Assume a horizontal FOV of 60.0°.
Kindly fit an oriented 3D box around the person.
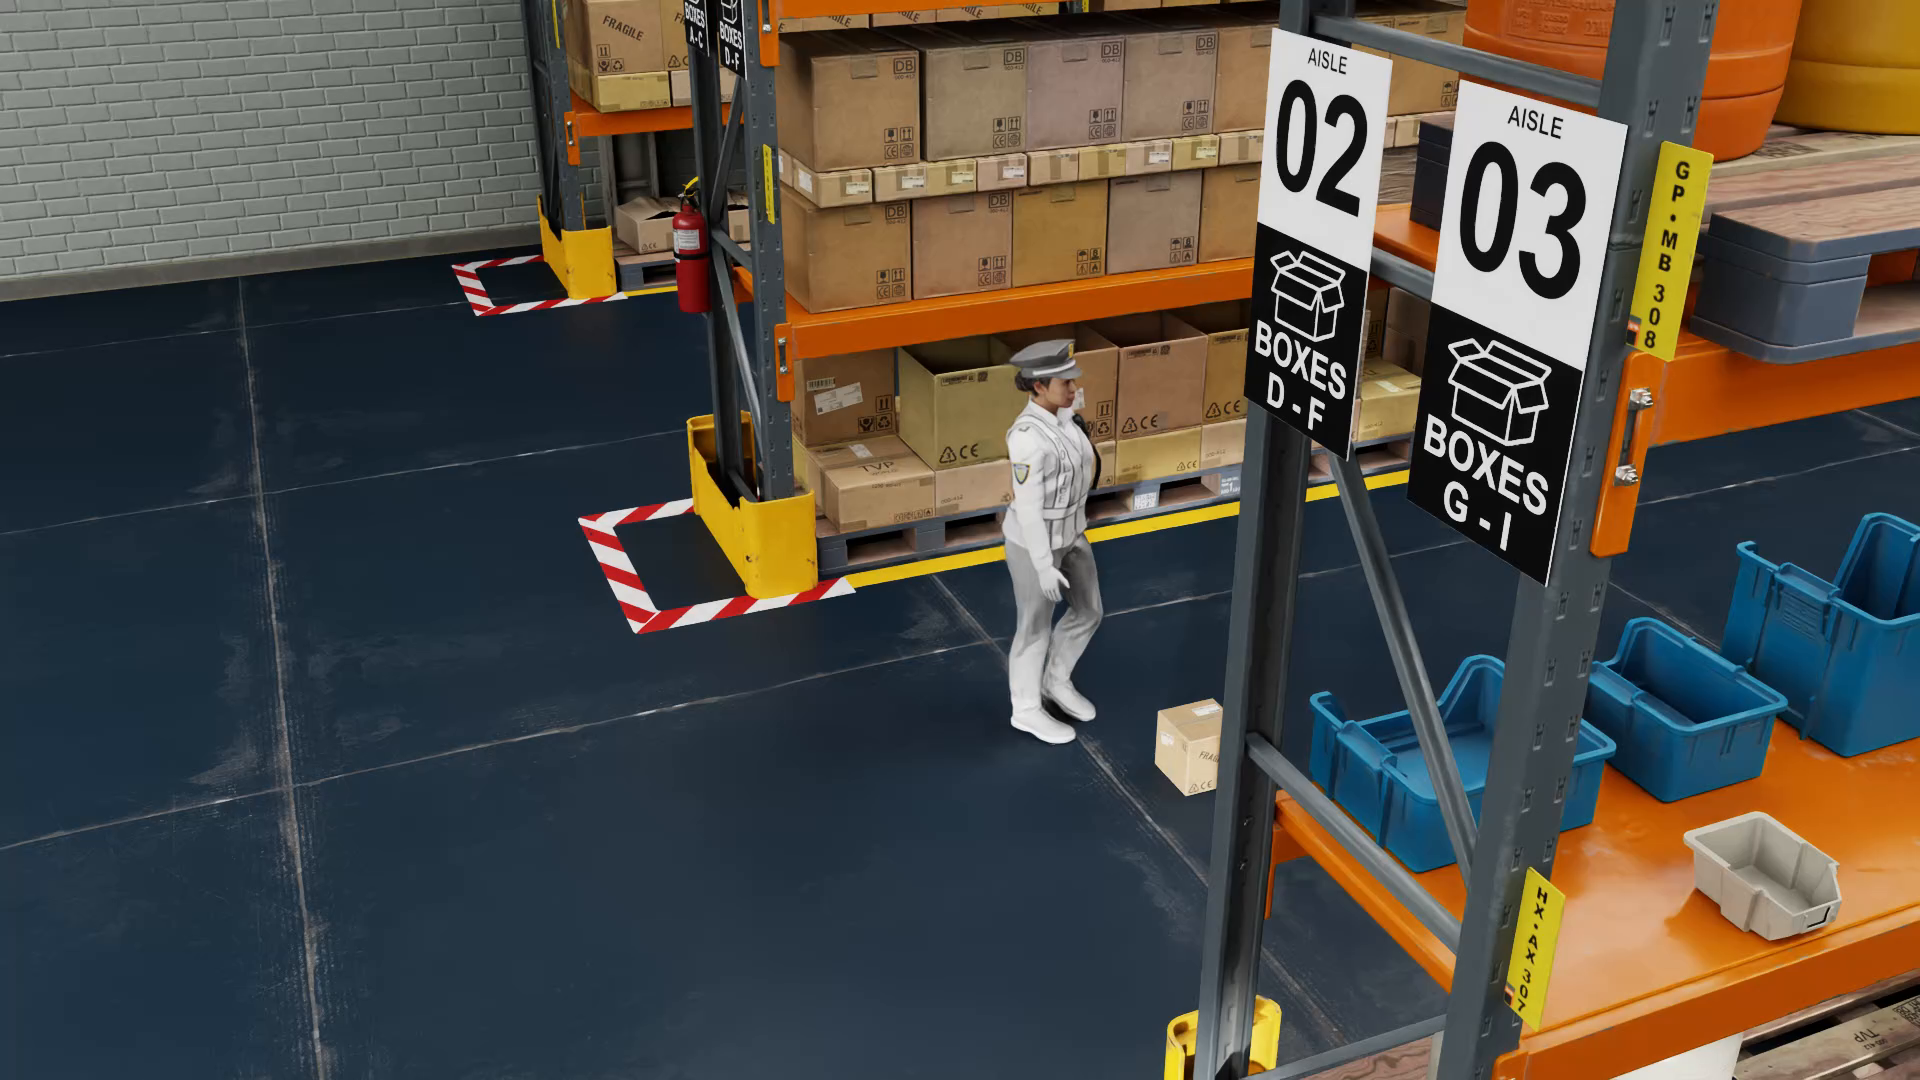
[{"bbox_3d":[0.355,0.014,6.543,0.353,1.692,0.511,13,29,25],"label":"person"}]
